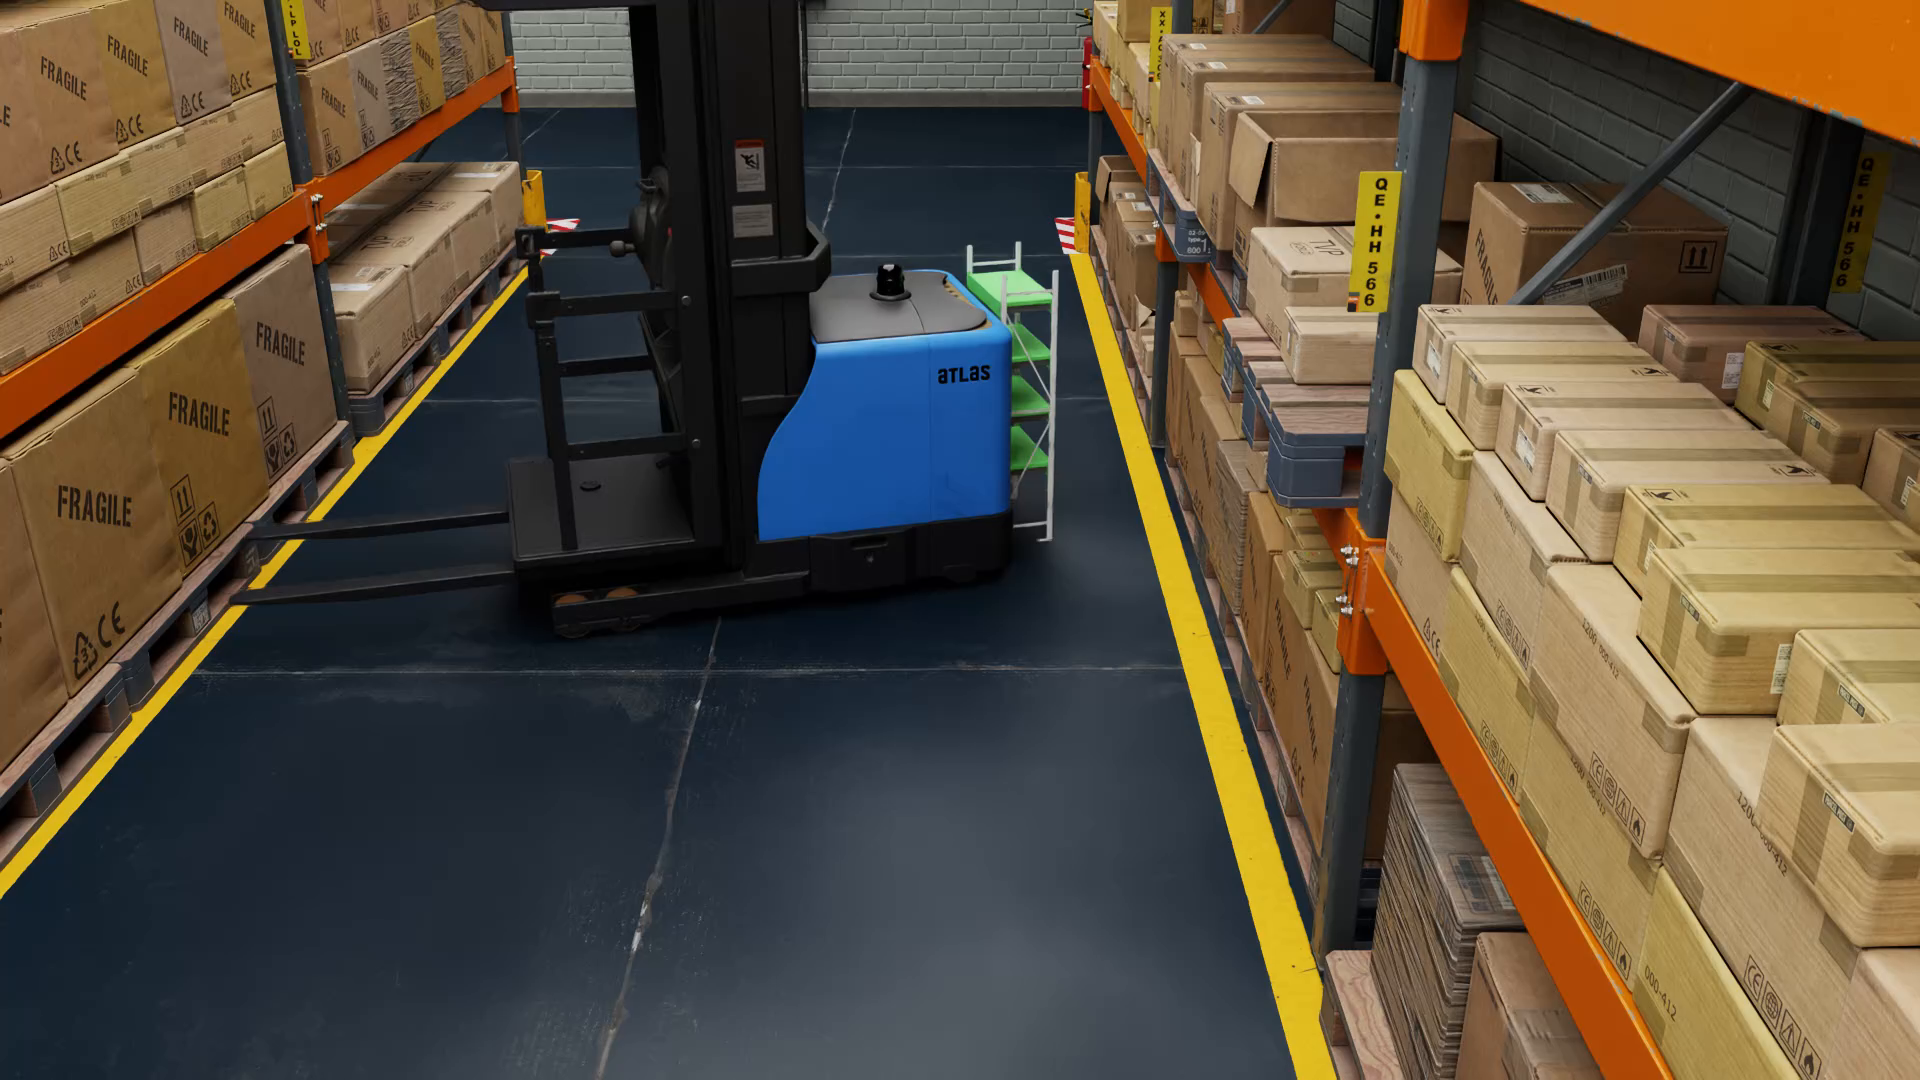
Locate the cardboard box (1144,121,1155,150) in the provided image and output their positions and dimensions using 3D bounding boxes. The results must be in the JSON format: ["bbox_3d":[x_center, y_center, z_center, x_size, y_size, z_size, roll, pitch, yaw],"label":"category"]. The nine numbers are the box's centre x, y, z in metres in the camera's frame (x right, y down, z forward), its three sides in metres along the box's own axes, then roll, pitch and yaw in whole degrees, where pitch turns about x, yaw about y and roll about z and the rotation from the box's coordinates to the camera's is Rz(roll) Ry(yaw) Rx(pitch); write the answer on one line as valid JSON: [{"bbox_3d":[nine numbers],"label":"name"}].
[{"bbox_3d":[1.141,-2.071,8.495,0.380,0.149,0.250,0,24,1],"label":"cardboard box"}]

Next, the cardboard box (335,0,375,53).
[{"bbox_3d":[-3.277,-2.724,8.299,0.500,0.500,0.500,-1,24,-1],"label":"cardboard box"}]

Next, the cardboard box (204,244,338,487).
[{"bbox_3d":[-3.428,-0.786,7.416,0.875,0.875,0.875,0,24,1],"label":"cardboard box"}]

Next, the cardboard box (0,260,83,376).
[{"bbox_3d":[-3.248,-0.732,5.409,0.500,0.250,0.500,1,24,1],"label":"cardboard box"}]

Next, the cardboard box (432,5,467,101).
[{"bbox_3d":[-3.283,-2.895,9.890,0.500,0.500,0.500,0,24,1],"label":"cardboard box"}]

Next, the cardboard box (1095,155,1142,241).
[{"bbox_3d":[1.317,-2.291,11.196,0.797,0.503,0.637,-1,24,-3],"label":"cardboard box"}]

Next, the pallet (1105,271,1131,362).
[{"bbox_3d":[1.426,-1.358,9.996,1.003,0.211,1.213,0,24,-1],"label":"pallet"}]

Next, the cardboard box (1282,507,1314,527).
[{"bbox_3d":[1.283,-0.074,5.509,0.380,0.149,0.250,0,24,1],"label":"cardboard box"}]

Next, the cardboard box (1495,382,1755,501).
[{"bbox_3d":[1.234,-0.186,3.112,0.380,0.149,0.250,0,24,1],"label":"cardboard box"}]

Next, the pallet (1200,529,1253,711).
[{"bbox_3d":[1.511,0.268,6.401,1.003,0.211,1.213,0,24,-1],"label":"pallet"}]

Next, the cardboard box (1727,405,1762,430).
[{"bbox_3d":[1.775,-0.169,3.559,0.500,0.250,0.500,0,24,1],"label":"cardboard box"}]

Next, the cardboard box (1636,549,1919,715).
[{"bbox_3d":[1.225,0.130,2.414,0.380,0.149,0.250,0,24,1],"label":"cardboard box"}]

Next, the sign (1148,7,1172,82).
[{"bbox_3d":[0.906,-2.230,7.491,0.100,0.325,0.005,0,24,-1],"label":"sign"}]

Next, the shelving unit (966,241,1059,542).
[{"bbox_3d":[0.215,-0.632,7.191,0.258,1.200,0.503,-7,25,-15],"label":"shelving unit"}]

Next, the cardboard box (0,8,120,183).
[{"bbox_3d":[-3.240,-1.500,5.593,0.500,0.500,0.500,0,24,0],"label":"cardboard box"}]

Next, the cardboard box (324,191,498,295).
[{"bbox_3d":[-3.433,-1.841,10.281,0.875,0.438,0.875,0,24,1],"label":"cardboard box"}]

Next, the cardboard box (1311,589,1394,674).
[{"bbox_3d":[1.233,0.256,4.780,0.380,0.149,0.250,-1,24,-3],"label":"cardboard box"}]

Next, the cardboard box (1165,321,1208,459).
[{"bbox_3d":[1.229,-0.694,7.667,0.500,0.500,0.500,1,24,2],"label":"cardboard box"}]

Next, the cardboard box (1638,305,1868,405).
[{"bbox_3d":[1.698,-0.401,3.589,0.380,0.149,0.250,1,24,1],"label":"cardboard box"}]

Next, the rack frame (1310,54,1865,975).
[{"bbox_3d":[1.492,-0.193,4.037,1.000,3.000,0.127,0,24,-1],"label":"rack frame"}]

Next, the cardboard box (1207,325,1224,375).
[{"bbox_3d":[1.281,-0.821,7.162,0.380,0.149,0.250,-1,24,-3],"label":"cardboard box"}]

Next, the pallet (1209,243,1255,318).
[{"bbox_3d":[1.466,-0.907,5.849,1.003,0.211,1.213,0,24,-1],"label":"pallet"}]

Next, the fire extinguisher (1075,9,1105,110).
[{"bbox_3d":[0.941,-3.343,11.548,0.296,0.674,0.183,0,24,-1],"label":"fire extinguisher"}]

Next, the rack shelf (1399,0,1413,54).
[{"bbox_3d":[1.470,-2.056,5.389,1.077,0.370,4.000,0,24,-1],"label":"rack shelf"}]

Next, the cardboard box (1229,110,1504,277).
[{"bbox_3d":[1.289,-1.103,5.415,0.797,0.503,0.637,-1,24,-2],"label":"cardboard box"}]

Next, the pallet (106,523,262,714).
[{"bbox_3d":[-3.415,0.275,6.387,1.003,0.211,1.213,0,24,-1],"label":"pallet"}]

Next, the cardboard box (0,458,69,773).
[{"bbox_3d":[-3.396,0.322,4.966,0.875,0.875,0.875,0,24,-1],"label":"cardboard box"}]

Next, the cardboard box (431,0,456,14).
[{"bbox_3d":[-3.278,-3.350,9.683,0.500,0.500,0.500,0,24,-1],"label":"cardboard box"}]

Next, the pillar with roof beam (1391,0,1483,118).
[{"bbox_3d":[-1.963,-4.846,7.046,9.100,9.000,0.400,0,24,-1],"label":"pillar with roof beam"}]

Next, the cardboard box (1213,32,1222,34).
[{"bbox_3d":[1.686,-2.737,9.482,0.500,0.250,0.500,0,24,-1],"label":"cardboard box"}]

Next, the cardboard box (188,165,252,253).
[{"bbox_3d":[-3.254,-1.356,6.789,0.500,0.250,0.500,-1,24,-1],"label":"cardboard box"}]

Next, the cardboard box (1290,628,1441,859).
[{"bbox_3d":[1.272,0.581,4.849,0.500,0.500,0.500,0,24,1],"label":"cardboard box"}]

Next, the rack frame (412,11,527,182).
[{"bbox_3d":[-3.559,-3.466,11.273,1.000,3.000,0.127,0,24,-1],"label":"rack frame"}]

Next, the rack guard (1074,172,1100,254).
[{"bbox_3d":[1.405,-2.319,11.772,1.175,0.500,0.348,0,24,-1],"label":"rack guard"}]

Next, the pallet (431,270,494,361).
[{"bbox_3d":[-3.461,-1.365,10.011,1.003,0.211,1.213,0,24,-1],"label":"pallet"}]

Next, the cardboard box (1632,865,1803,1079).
[{"bbox_3d":[1.269,0.692,2.261,0.500,0.250,0.500,1,24,1],"label":"cardboard box"}]

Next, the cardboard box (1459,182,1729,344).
[{"bbox_3d":[1.643,-0.643,4.401,0.500,0.500,0.500,1,24,2],"label":"cardboard box"}]

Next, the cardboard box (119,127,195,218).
[{"bbox_3d":[-3.243,-1.377,6.230,0.500,0.250,0.500,0,24,1],"label":"cardboard box"}]

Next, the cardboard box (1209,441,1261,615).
[{"bbox_3d":[1.245,-0.055,6.255,0.500,0.500,0.500,-1,24,-2],"label":"cardboard box"}]

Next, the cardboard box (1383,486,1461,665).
[{"bbox_3d":[1.252,0.059,3.661,0.500,0.250,0.500,0,24,0],"label":"cardboard box"}]

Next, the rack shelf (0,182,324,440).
[{"bbox_3d":[-3.493,-0.666,5.955,1.077,0.370,4.000,0,24,-1],"label":"rack shelf"}]

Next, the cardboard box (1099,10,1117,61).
[{"bbox_3d":[1.146,-3.161,10.420,0.500,0.250,0.500,0,24,0],"label":"cardboard box"}]

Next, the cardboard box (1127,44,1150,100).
[{"bbox_3d":[1.186,-2.529,9.023,0.500,0.250,0.500,0,24,-1],"label":"cardboard box"}]

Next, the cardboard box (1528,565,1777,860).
[{"bbox_3d":[1.244,0.253,2.625,0.500,0.250,0.500,-1,24,-2],"label":"cardboard box"}]

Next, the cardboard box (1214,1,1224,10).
[{"bbox_3d":[1.675,-3.369,10.879,0.500,0.250,0.500,0,24,1],"label":"cardboard box"}]

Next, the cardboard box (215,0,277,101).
[{"bbox_3d":[-3.259,-2.136,6.998,0.500,0.500,0.500,1,24,1],"label":"cardboard box"}]

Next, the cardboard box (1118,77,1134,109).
[{"bbox_3d":[1.121,-2.599,9.662,0.380,0.149,0.250,0,24,1],"label":"cardboard box"}]

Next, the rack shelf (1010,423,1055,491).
[{"bbox_3d":[0.215,-0.355,7.316,0.258,0.148,0.480,-7,25,-15],"label":"rack shelf"}]

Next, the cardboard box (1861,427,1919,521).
[{"bbox_3d":[1.827,-0.086,2.892,0.380,0.149,0.250,-1,24,-2],"label":"cardboard box"}]

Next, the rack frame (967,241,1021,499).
[{"bbox_3d":[0.147,-0.728,7.404,0.240,1.200,0.015,-7,25,-15],"label":"rack frame"}]

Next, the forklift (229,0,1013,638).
[{"bbox_3d":[-1.357,-1.199,6.345,3.031,2.935,1.130,-7,25,-14],"label":"forklift"}]

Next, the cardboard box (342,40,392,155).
[{"bbox_3d":[-3.260,-2.265,8.497,0.500,0.500,0.500,0,24,0],"label":"cardboard box"}]

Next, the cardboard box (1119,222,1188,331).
[{"bbox_3d":[1.298,-1.509,9.471,0.700,0.500,0.500,-1,24,-3],"label":"cardboard box"}]

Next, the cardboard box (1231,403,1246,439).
[{"bbox_3d":[1.263,-0.503,6.458,0.380,0.149,0.250,1,24,1],"label":"cardboard box"}]

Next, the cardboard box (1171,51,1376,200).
[{"bbox_3d":[1.236,-1.665,6.660,0.700,0.500,0.500,0,24,0],"label":"cardboard box"}]
